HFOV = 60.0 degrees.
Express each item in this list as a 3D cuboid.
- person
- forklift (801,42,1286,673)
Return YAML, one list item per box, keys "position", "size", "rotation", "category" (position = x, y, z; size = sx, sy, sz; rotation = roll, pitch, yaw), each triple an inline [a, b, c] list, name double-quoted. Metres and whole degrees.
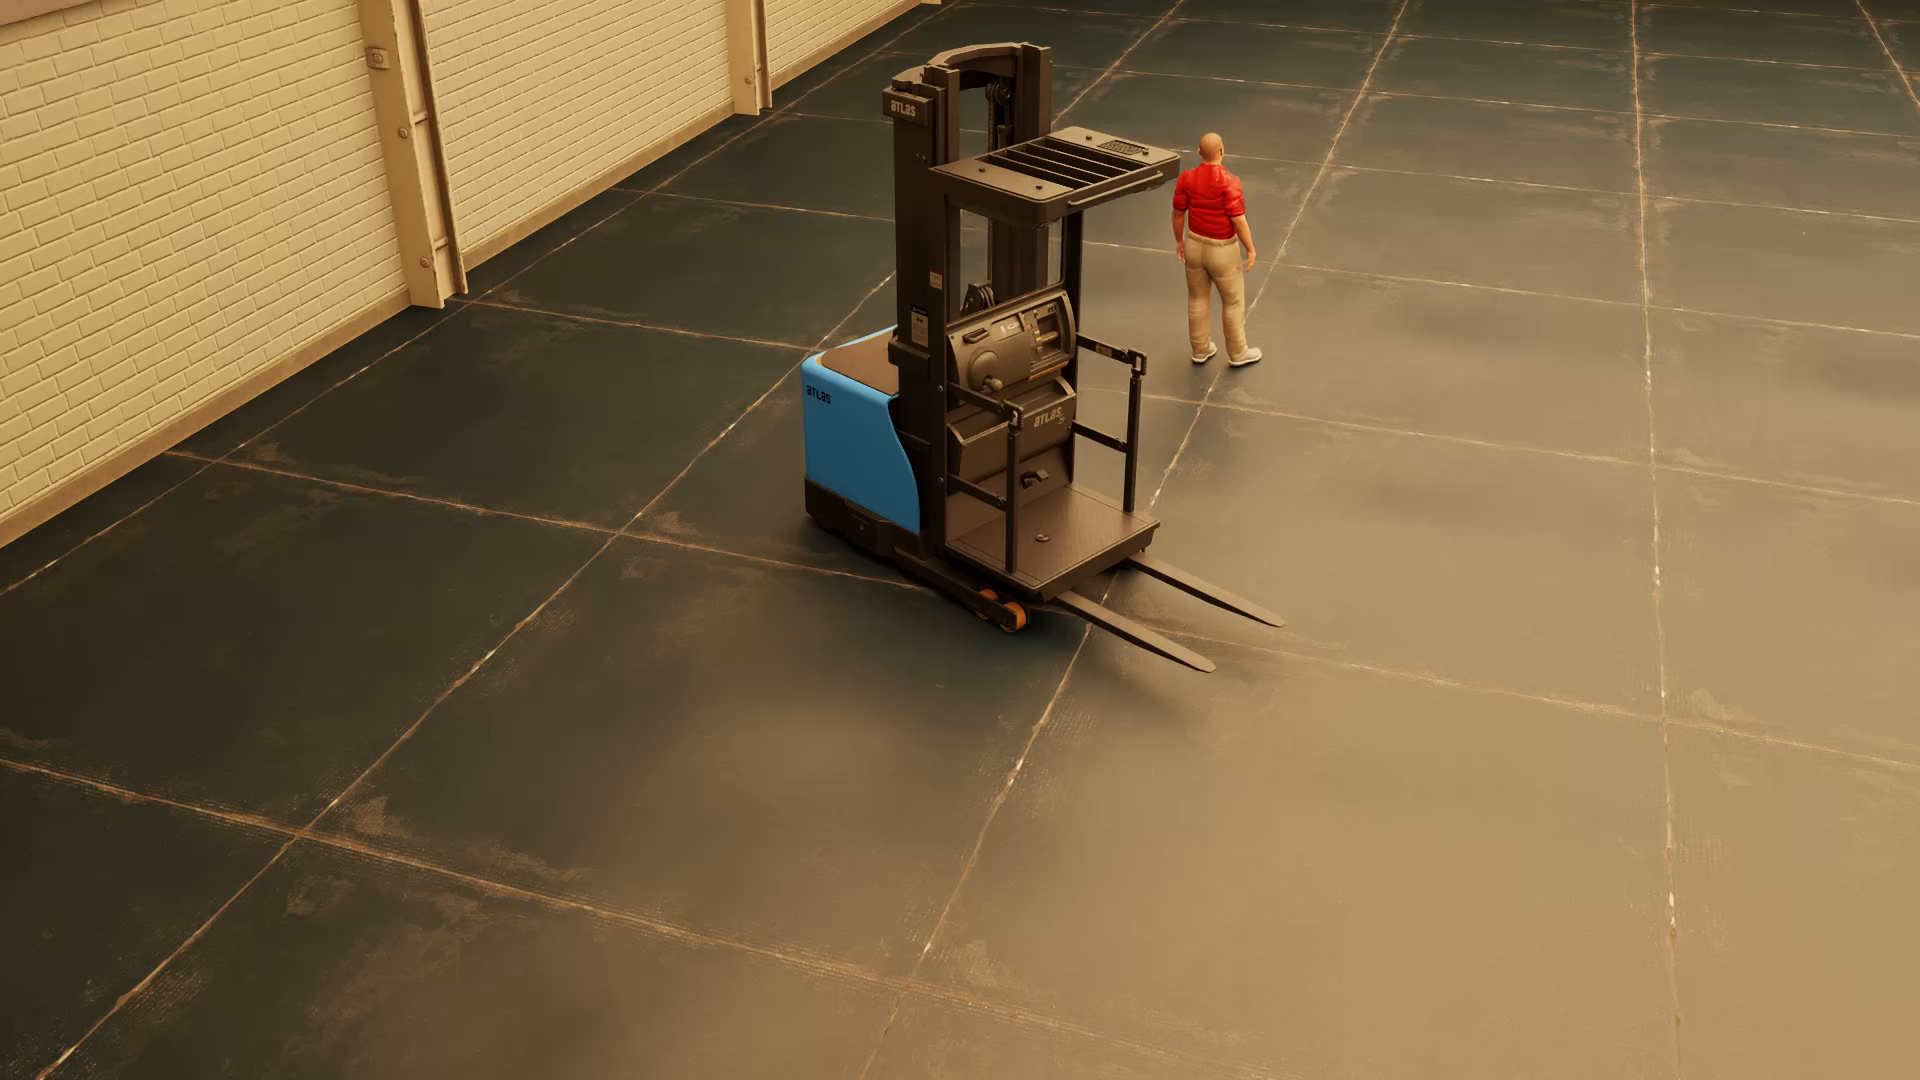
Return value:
- position: [1.874, -2.114, 12.045]
  size: [0.641, 1.726, 0.551]
  rotation: [20, 35, 30]
  category: "person"
- position: [0.441, -1.053, 8.984]
  size: [1.130, 2.935, 3.031]
  rotation: [-26, 39, -38]
  category: "forklift"
